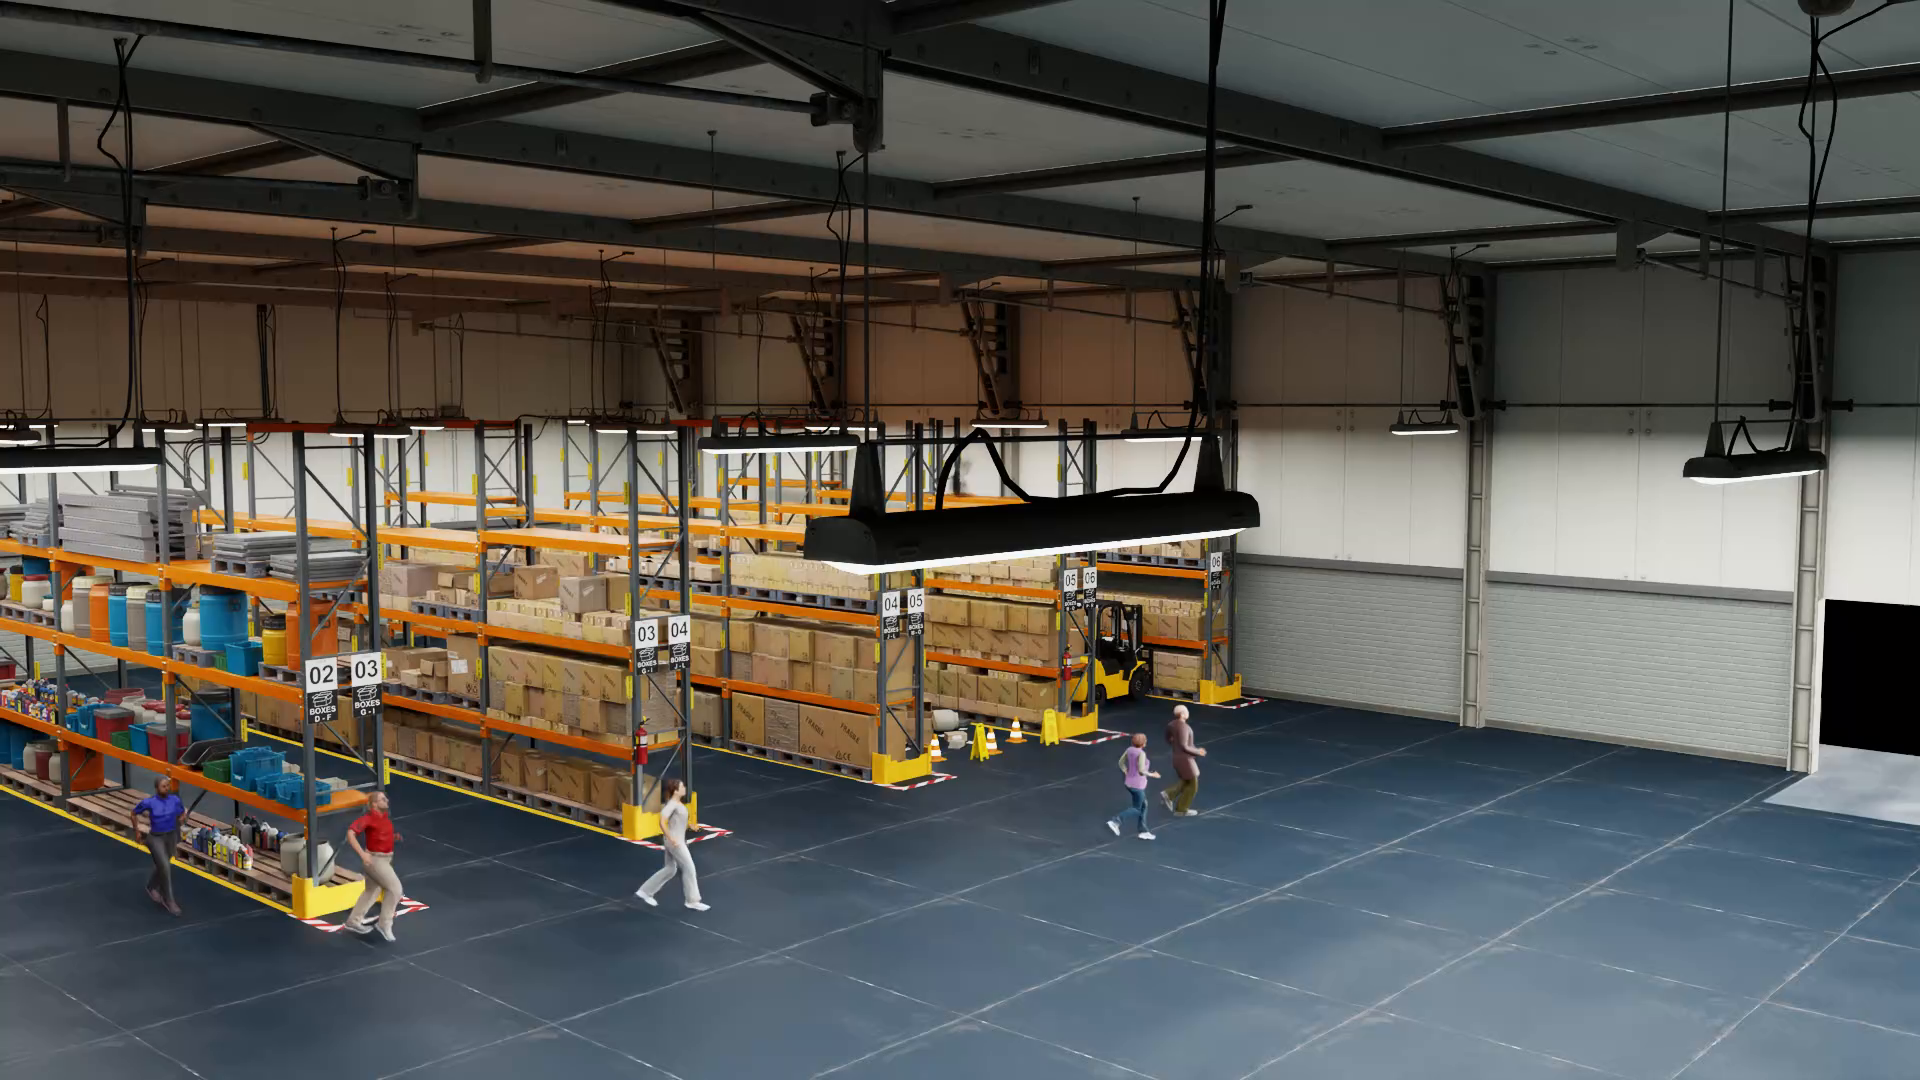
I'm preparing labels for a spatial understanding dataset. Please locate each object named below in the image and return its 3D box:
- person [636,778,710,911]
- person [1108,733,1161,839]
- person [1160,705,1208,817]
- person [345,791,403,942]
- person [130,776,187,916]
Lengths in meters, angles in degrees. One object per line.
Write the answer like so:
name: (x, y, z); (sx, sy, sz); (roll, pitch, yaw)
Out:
person: (-3.591, 3.802, 20.748); (0.905, 1.681, 0.573); (-1, 5, -12)
person: (2.482, 3.582, 24.070); (0.809, 1.589, 0.525); (-2, 5, -21)
person: (3.418, 3.381, 25.499); (0.663, 1.726, 0.706); (-1, 5, -11)
person: (-6.975, 3.878, 19.791); (0.699, 1.788, 0.655); (-1, 5, -8)
person: (-10.002, 3.792, 20.822); (0.863, 1.704, 0.547); (3, 5, 32)
